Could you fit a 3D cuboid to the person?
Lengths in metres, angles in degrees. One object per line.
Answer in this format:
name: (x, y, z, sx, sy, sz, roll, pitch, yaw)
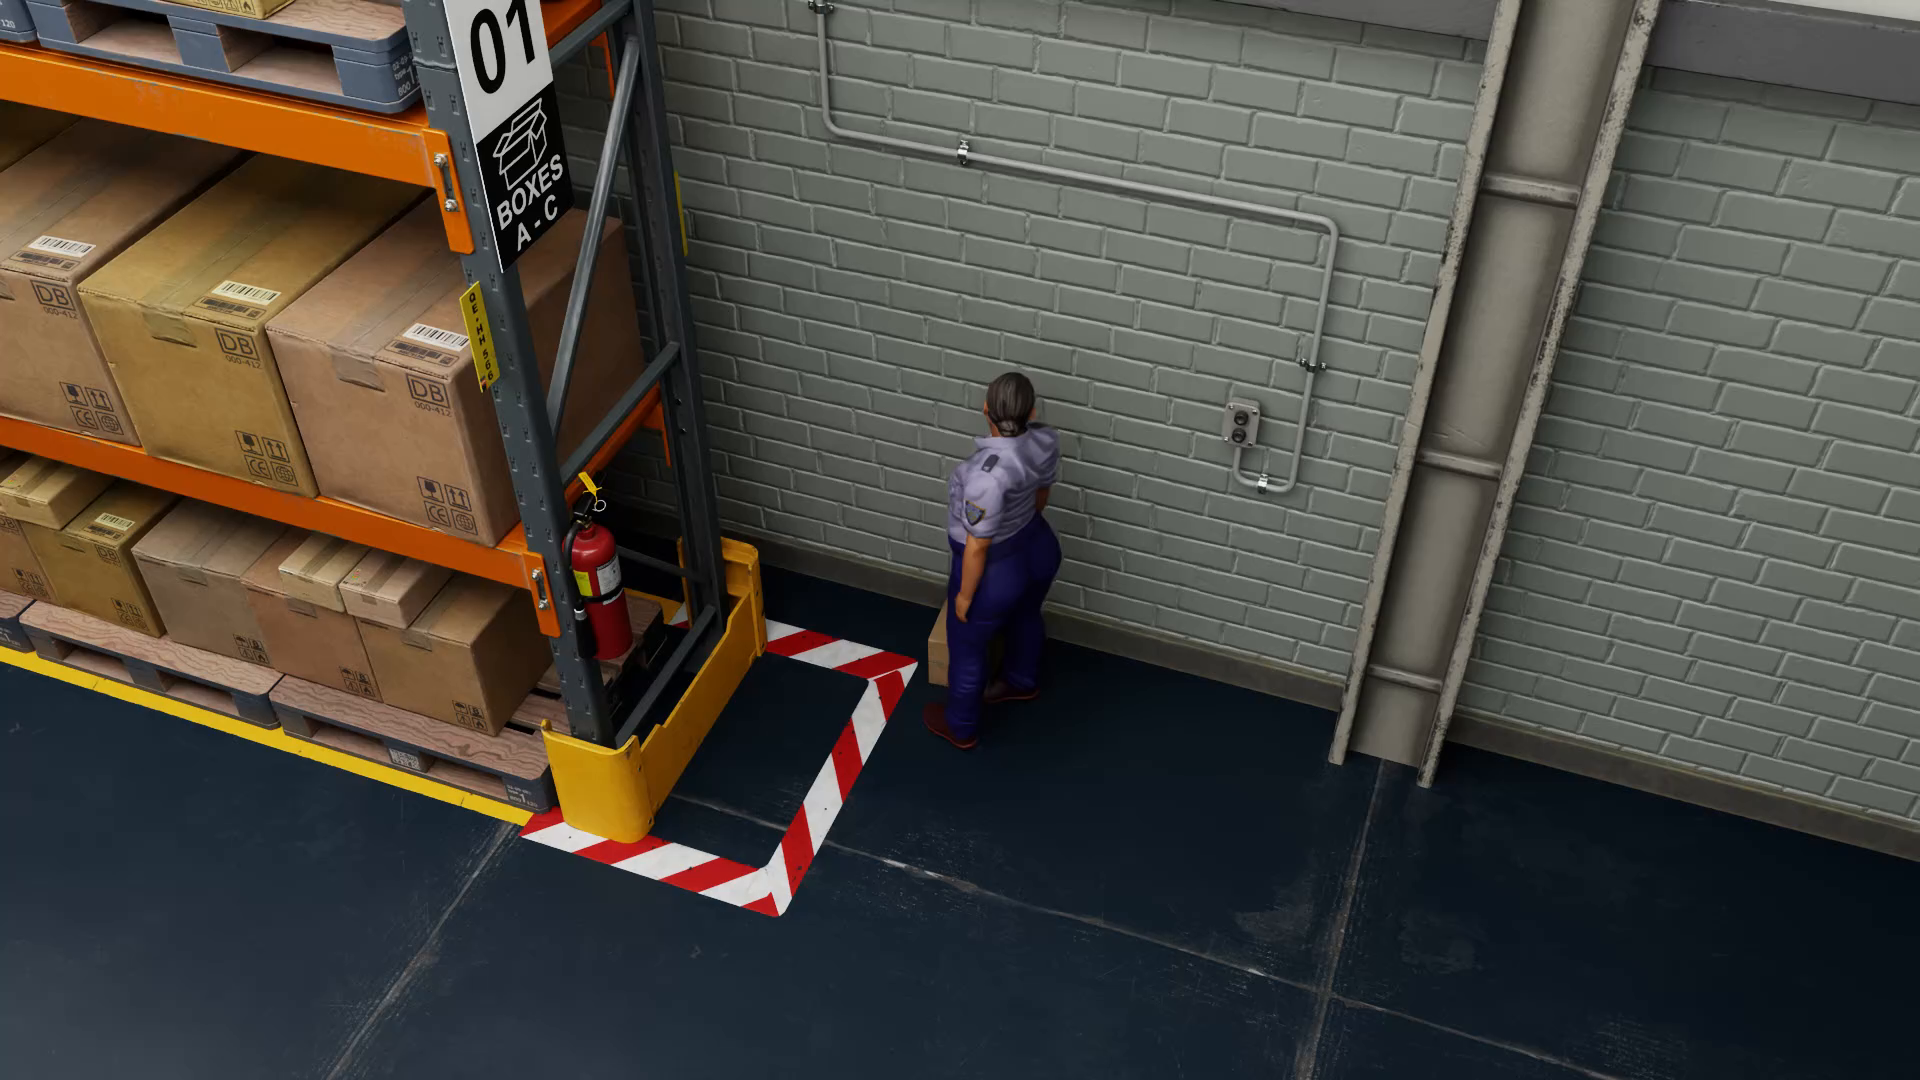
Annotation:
person: (0.126, 0.078, 6.083, 0.420, 1.649, 0.513, 31, 50, 30)
